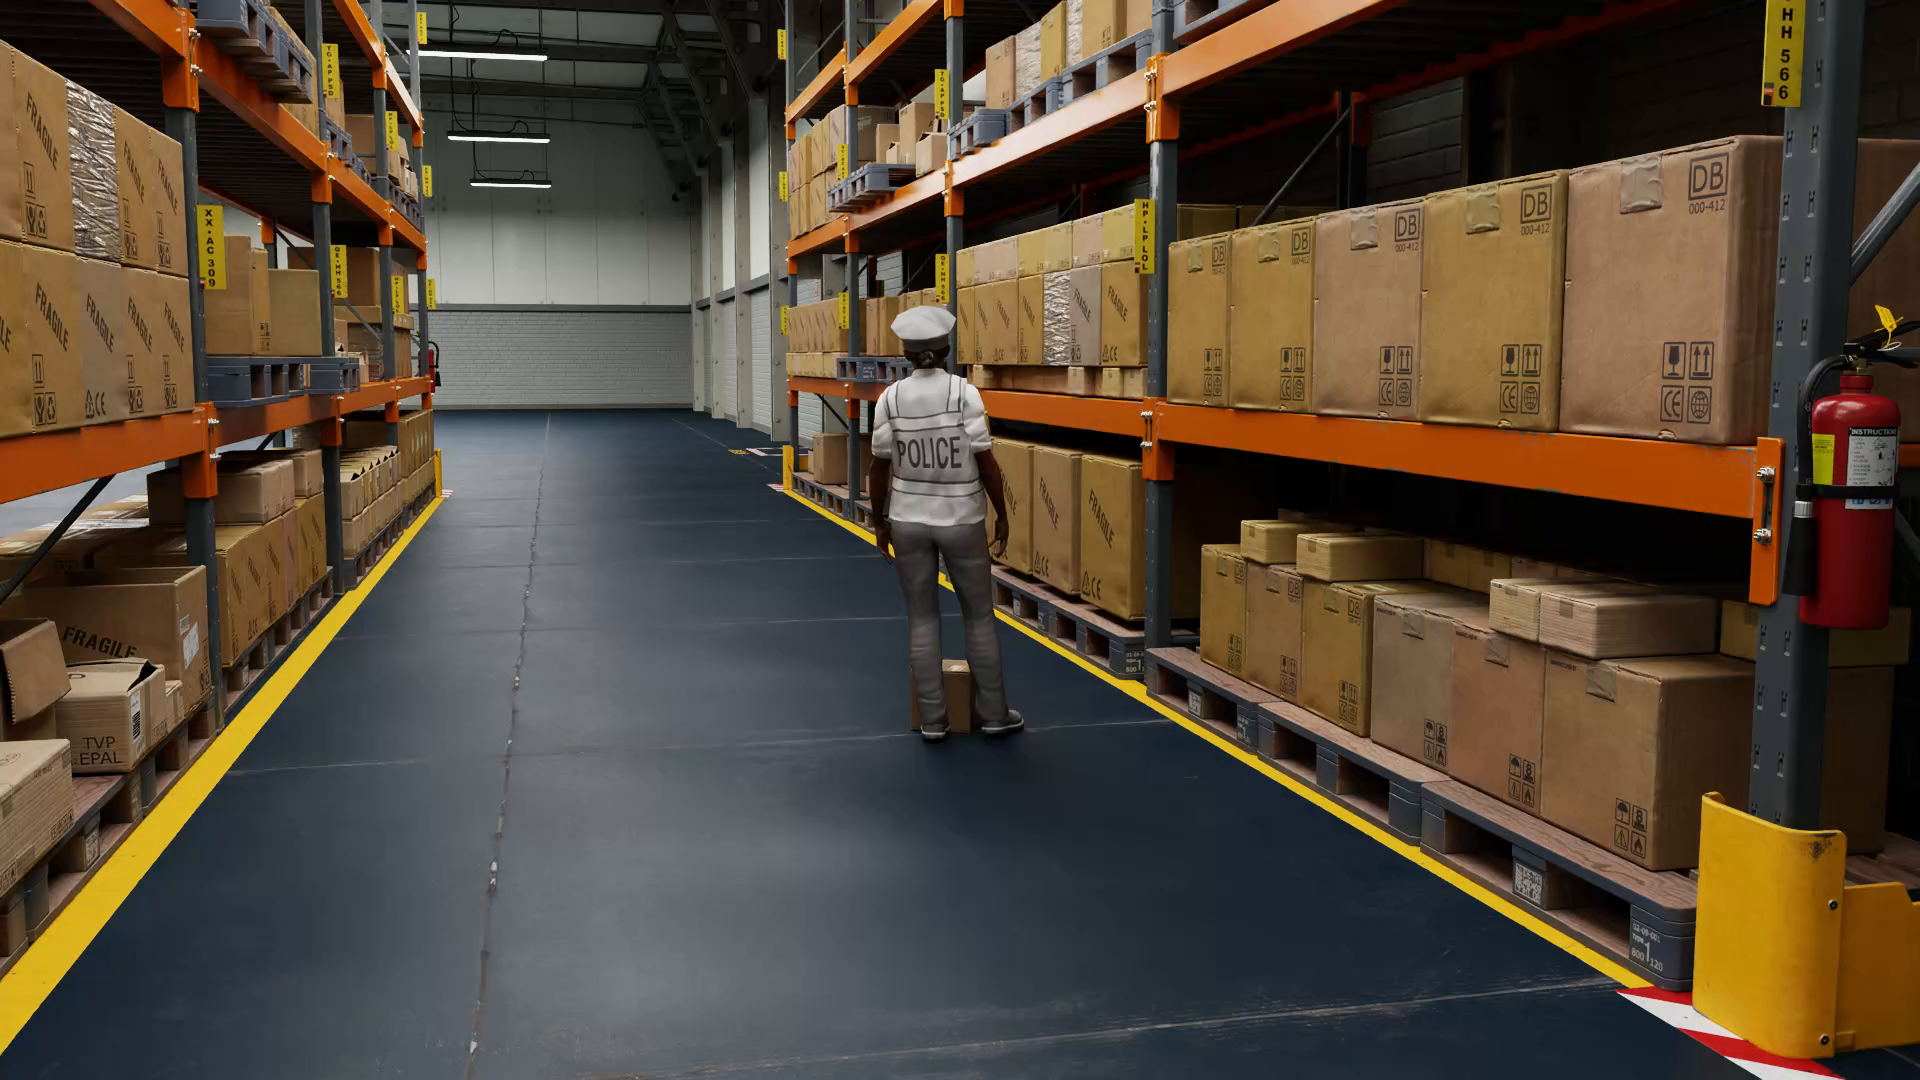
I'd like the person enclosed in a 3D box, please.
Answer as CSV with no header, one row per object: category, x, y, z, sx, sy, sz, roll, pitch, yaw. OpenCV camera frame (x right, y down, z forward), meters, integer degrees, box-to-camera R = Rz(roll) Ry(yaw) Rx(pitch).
person,-0.057,-0.066,6.547,0.570,1.698,0.527,1,6,11
